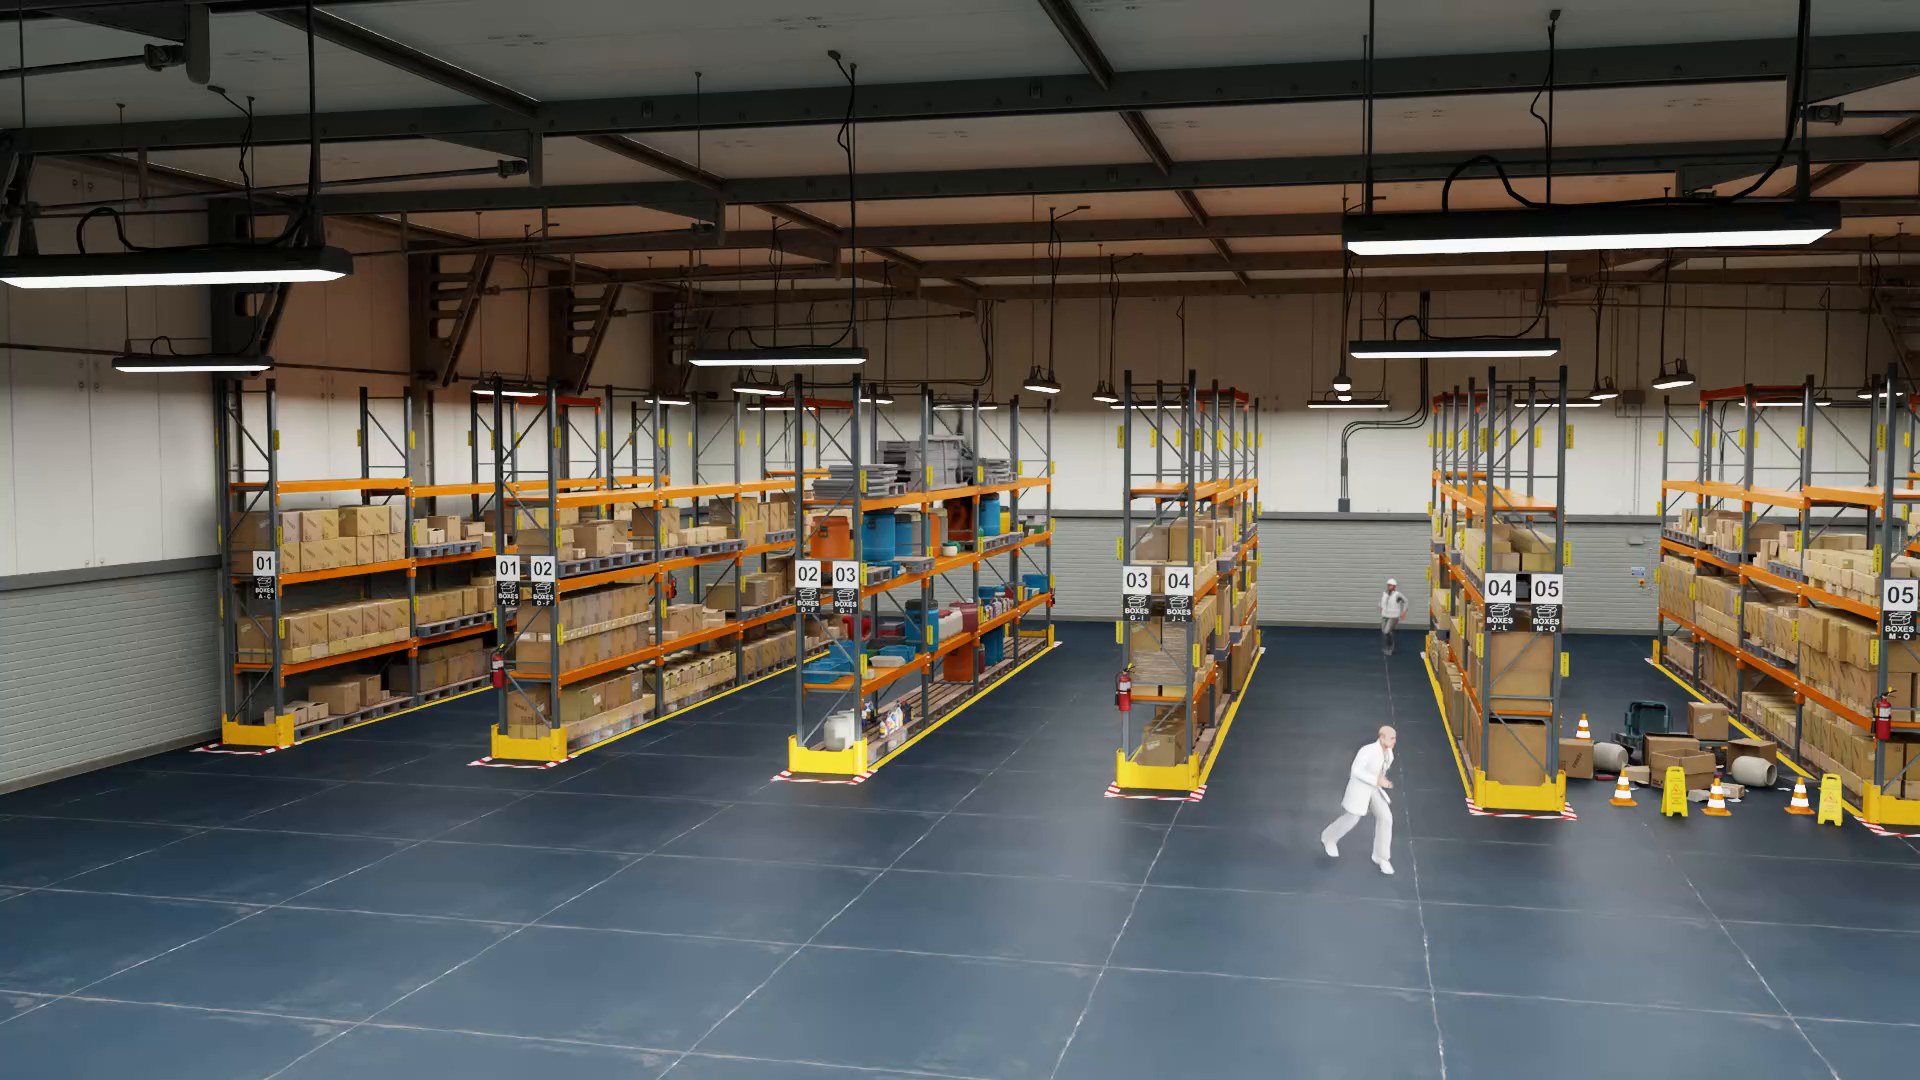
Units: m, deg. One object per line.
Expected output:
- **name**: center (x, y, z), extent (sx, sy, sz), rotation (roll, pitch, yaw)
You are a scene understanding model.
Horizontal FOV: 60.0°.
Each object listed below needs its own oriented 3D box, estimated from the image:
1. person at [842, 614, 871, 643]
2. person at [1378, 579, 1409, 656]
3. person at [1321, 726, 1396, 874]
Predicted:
- **person**: center (-2.043, 2.181, 33.816), extent (0.705, 1.696, 0.981), rotation (1, 3, 11)
- **person**: center (10.056, 1.818, 38.788), extent (0.652, 1.828, 0.702), rotation (-3, 5, -43)
- **person**: center (4.697, 3.004, 19.576), extent (0.754, 1.745, 1.060), rotation (-3, 5, -41)
